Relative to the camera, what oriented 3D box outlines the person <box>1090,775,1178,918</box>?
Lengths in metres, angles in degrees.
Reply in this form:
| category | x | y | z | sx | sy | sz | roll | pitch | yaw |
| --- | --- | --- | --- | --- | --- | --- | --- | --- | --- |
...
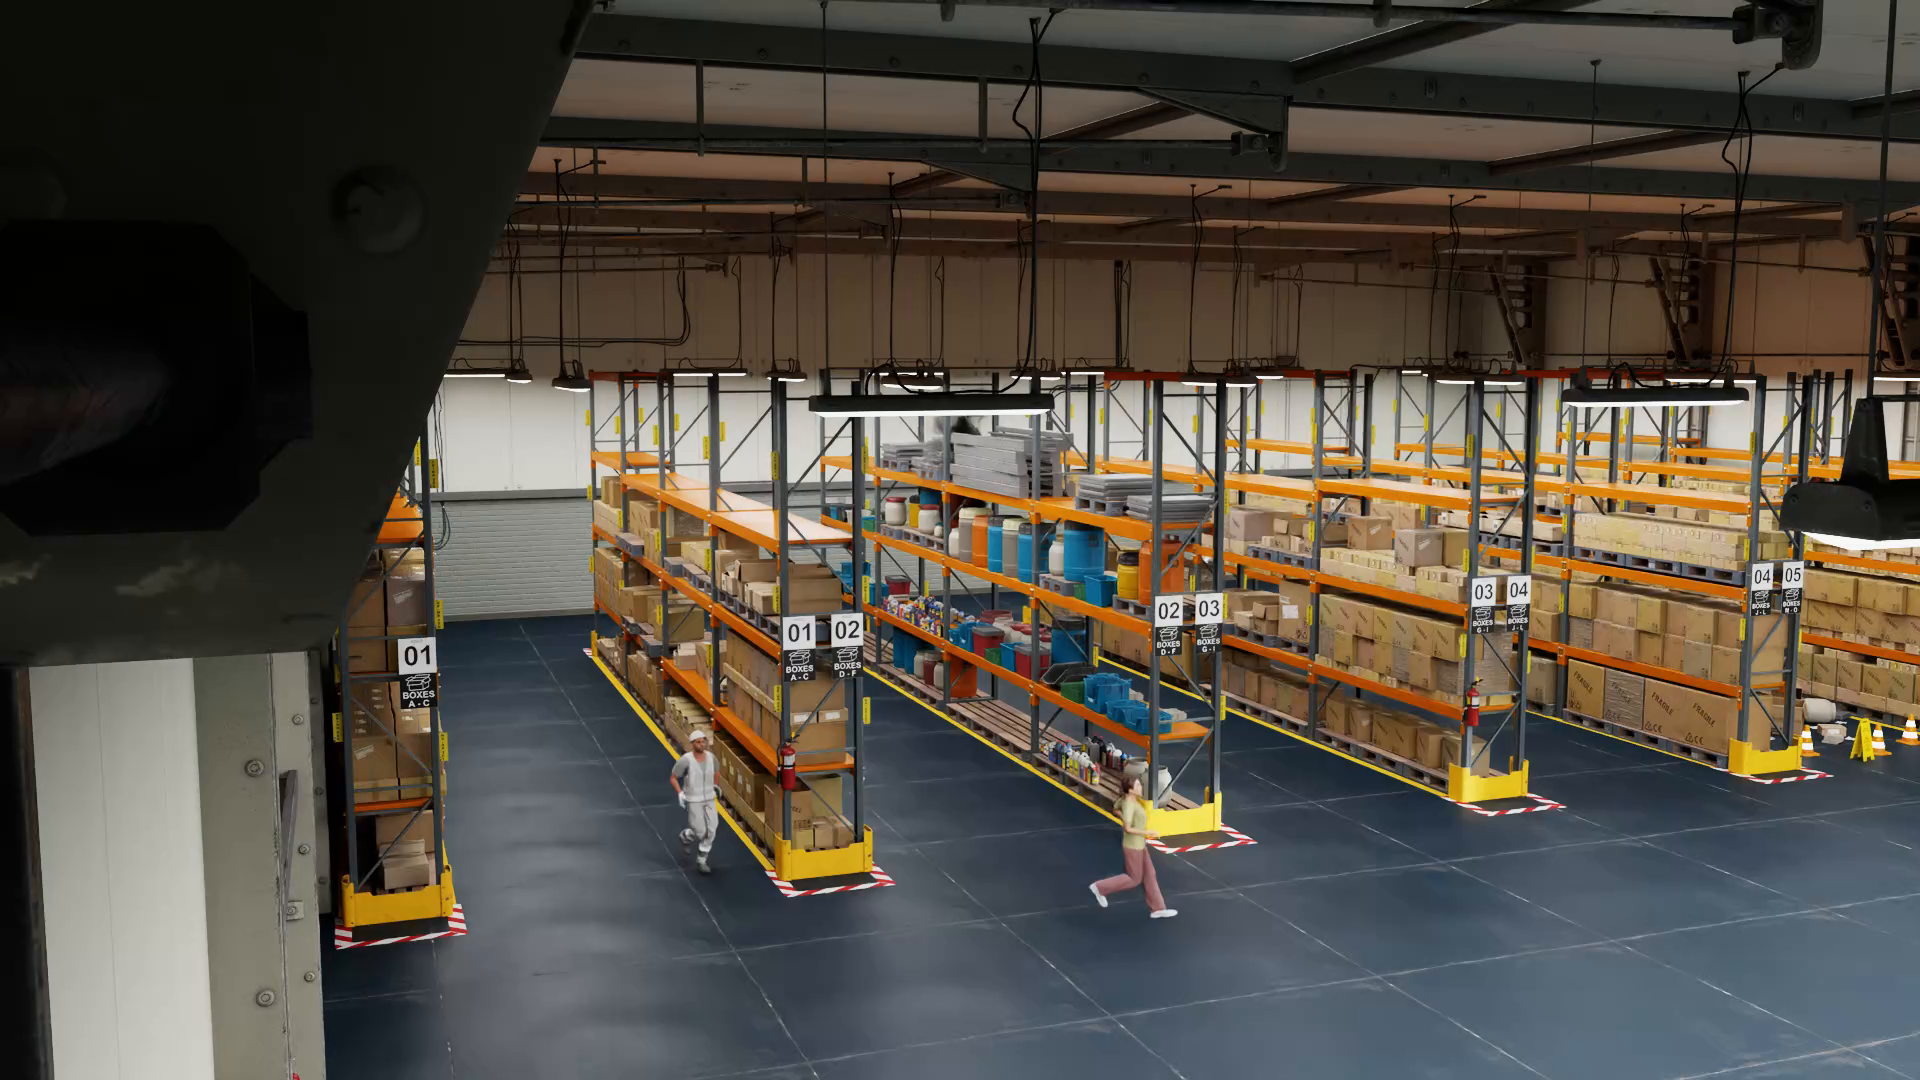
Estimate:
| category | x | y | z | sx | sy | sz | roll | pitch | yaw |
| --- | --- | --- | --- | --- | --- | --- | --- | --- | --- |
| person | 1.956 | 3.439 | 18.649 | 0.981 | 1.626 | 0.592 | 1 | 6 | 6 |

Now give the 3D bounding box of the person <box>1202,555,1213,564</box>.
| category | x | y | z | sx | sy | sz | roll | pitch | yaw |
| --- | --- | --- | --- | --- | --- | --- | --- | --- | --- |
| person | 6.090 | 0.896 | 41.114 | 0.845 | 1.763 | 0.693 | -4 | 7 | -31 |

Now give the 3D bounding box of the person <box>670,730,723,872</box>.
| category | x | y | z | sx | sy | sz | roll | pitch | yaw |
| --- | --- | --- | --- | --- | --- | --- | --- | --- | --- |
| person | -3.215 | 3.195 | 20.458 | 0.657 | 1.743 | 0.605 | -4 | 8 | -35 |
